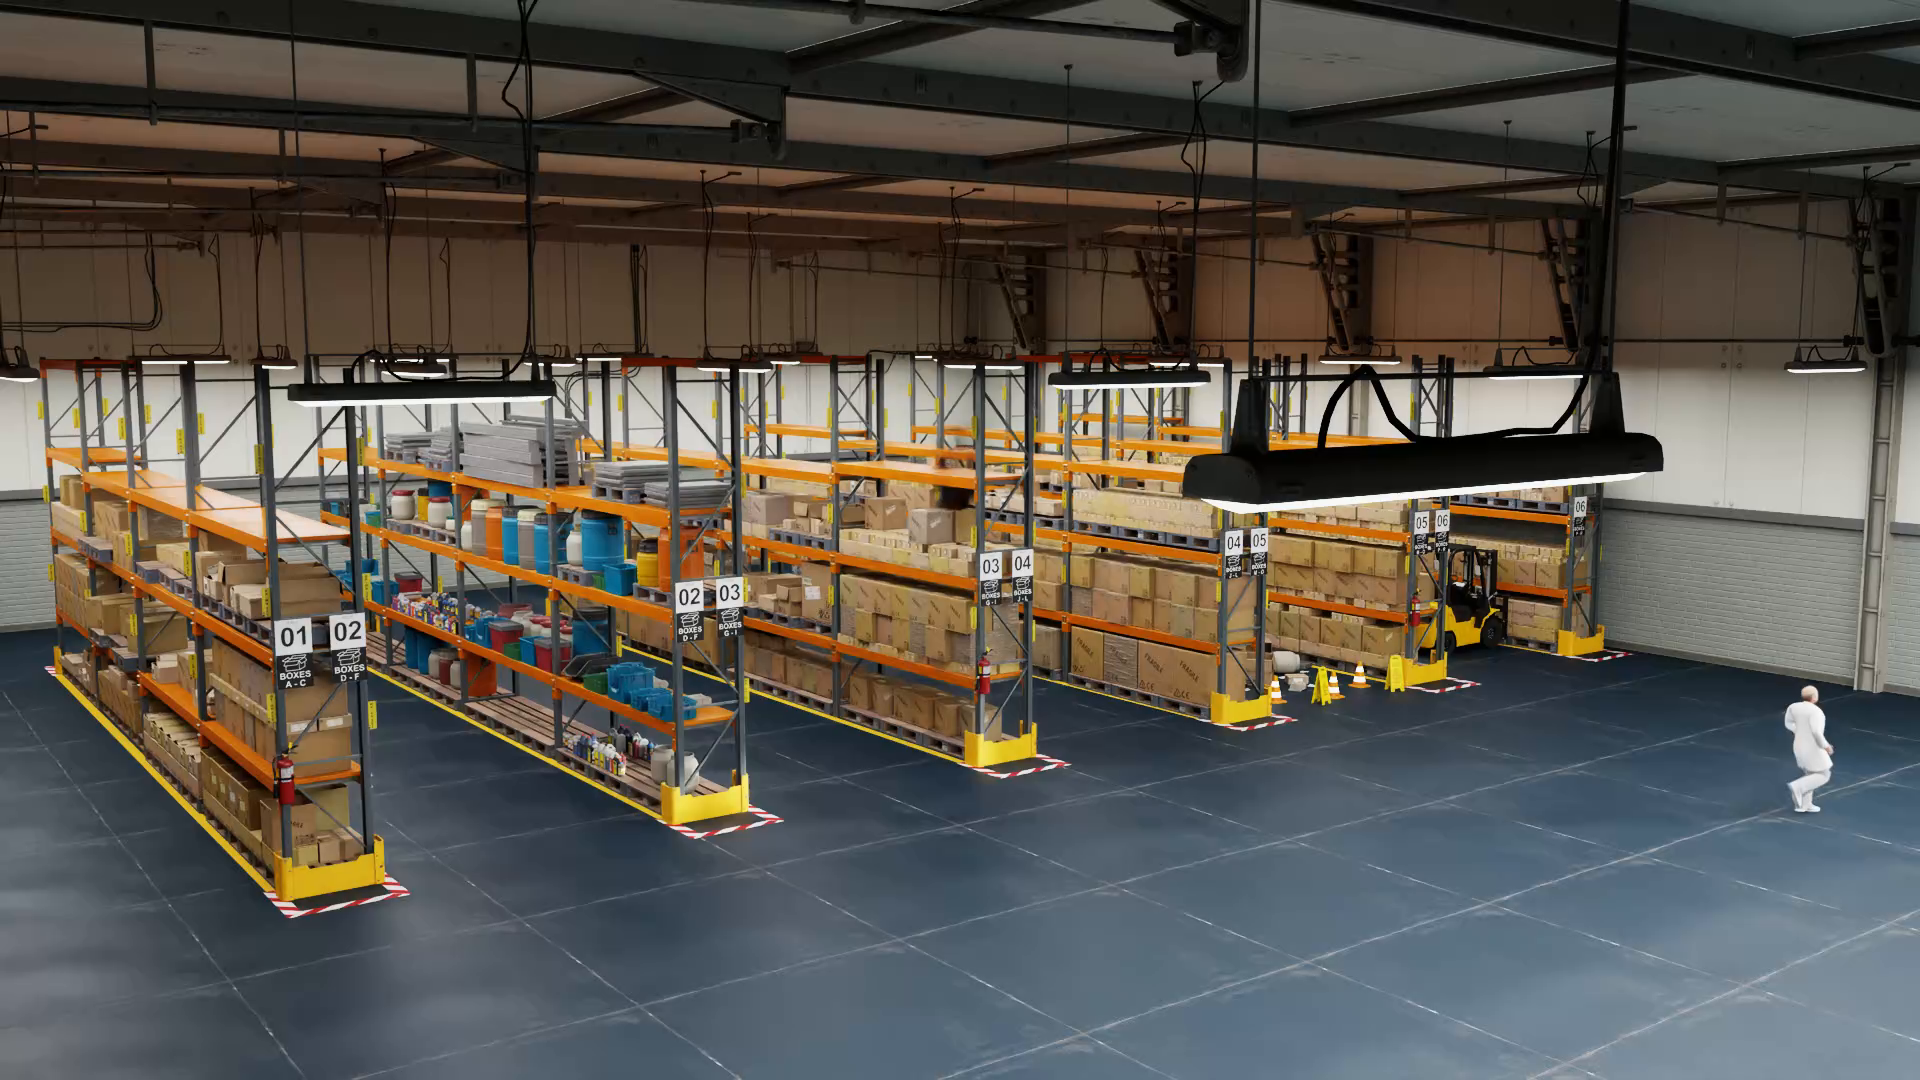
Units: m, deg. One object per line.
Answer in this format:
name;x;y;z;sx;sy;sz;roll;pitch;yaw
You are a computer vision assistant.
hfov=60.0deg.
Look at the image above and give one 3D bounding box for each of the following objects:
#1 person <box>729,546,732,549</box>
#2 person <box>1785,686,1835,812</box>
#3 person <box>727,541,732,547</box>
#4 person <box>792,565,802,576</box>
person;-5.266;0.988;38.253;0.598;1.526;0.551;-4;8;-30
person;11.357;2.807;22.289;0.638;1.733;0.710;-1;7;-12
person;-5.783;0.534;41.543;0.739;1.620;0.882;-4;8;-31
person;-4.131;0.391;42.732;0.849;1.659;0.607;-6;9;-41
